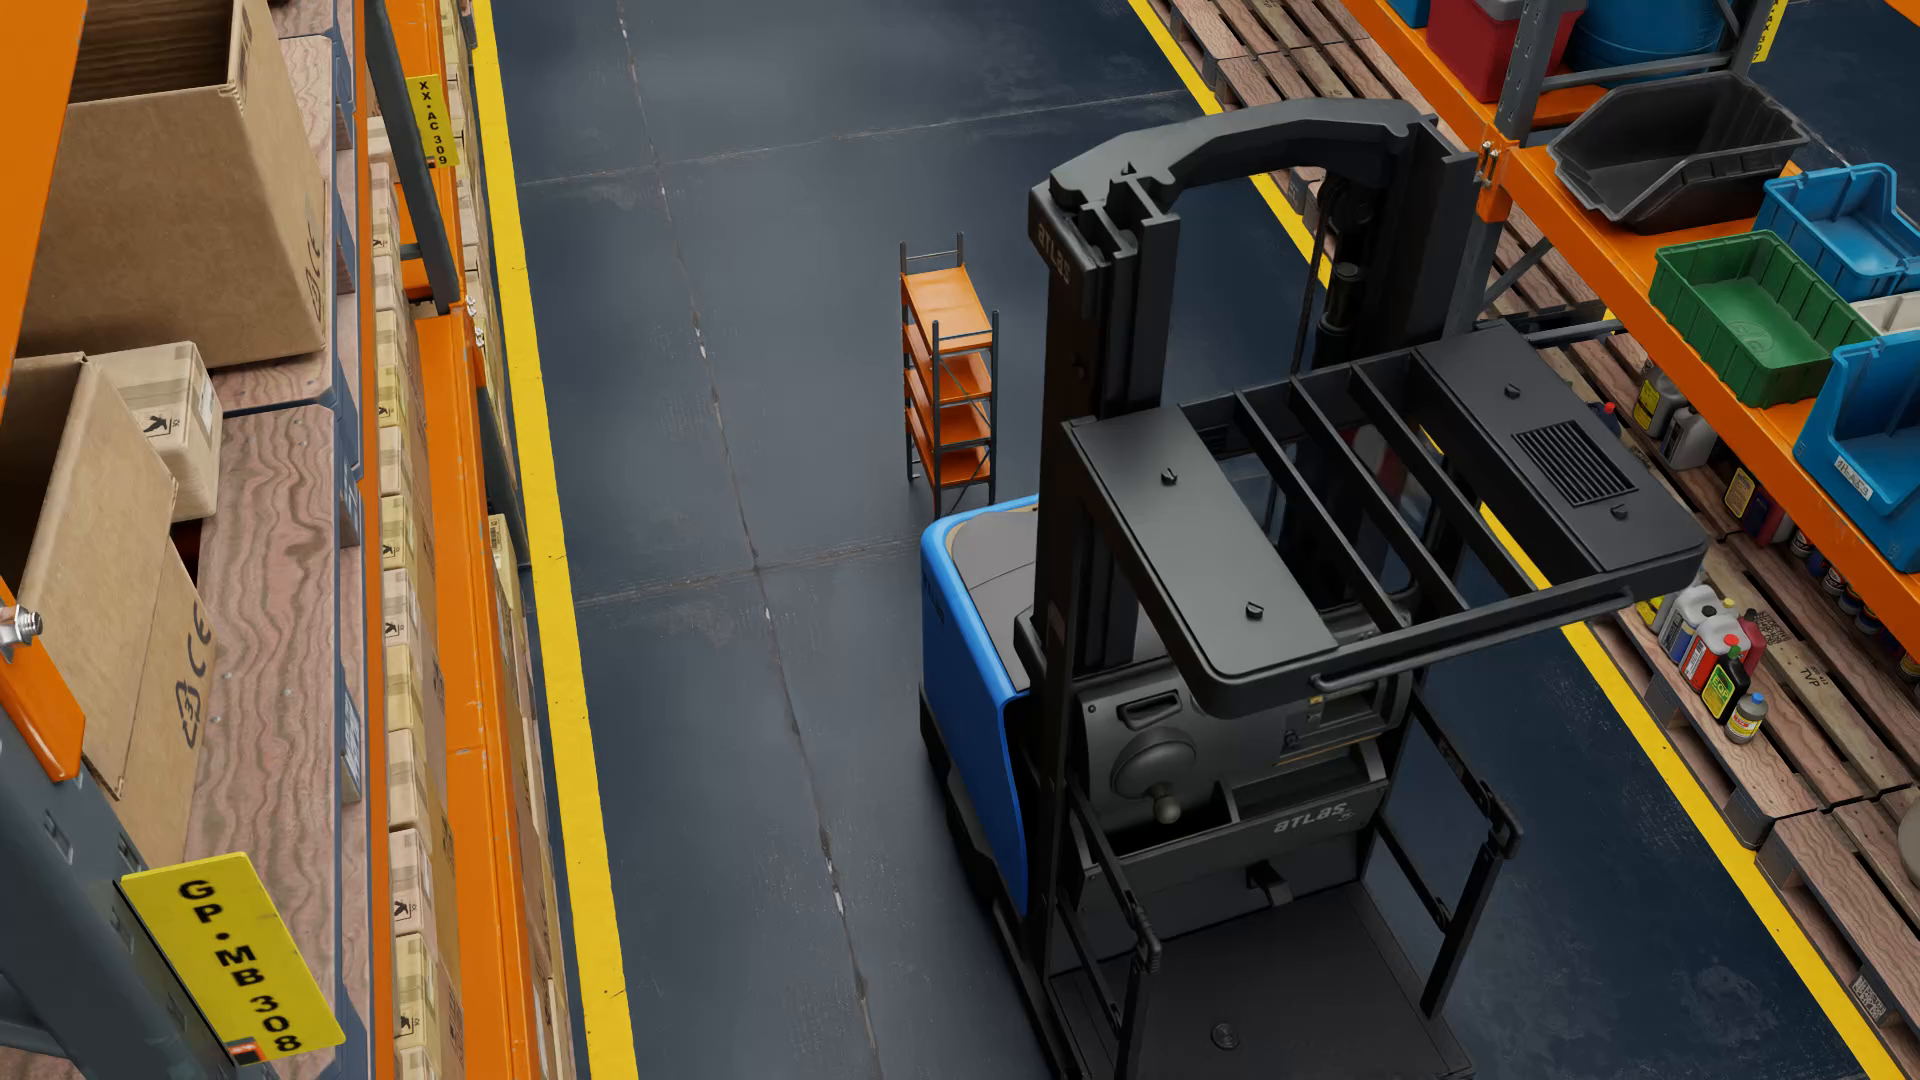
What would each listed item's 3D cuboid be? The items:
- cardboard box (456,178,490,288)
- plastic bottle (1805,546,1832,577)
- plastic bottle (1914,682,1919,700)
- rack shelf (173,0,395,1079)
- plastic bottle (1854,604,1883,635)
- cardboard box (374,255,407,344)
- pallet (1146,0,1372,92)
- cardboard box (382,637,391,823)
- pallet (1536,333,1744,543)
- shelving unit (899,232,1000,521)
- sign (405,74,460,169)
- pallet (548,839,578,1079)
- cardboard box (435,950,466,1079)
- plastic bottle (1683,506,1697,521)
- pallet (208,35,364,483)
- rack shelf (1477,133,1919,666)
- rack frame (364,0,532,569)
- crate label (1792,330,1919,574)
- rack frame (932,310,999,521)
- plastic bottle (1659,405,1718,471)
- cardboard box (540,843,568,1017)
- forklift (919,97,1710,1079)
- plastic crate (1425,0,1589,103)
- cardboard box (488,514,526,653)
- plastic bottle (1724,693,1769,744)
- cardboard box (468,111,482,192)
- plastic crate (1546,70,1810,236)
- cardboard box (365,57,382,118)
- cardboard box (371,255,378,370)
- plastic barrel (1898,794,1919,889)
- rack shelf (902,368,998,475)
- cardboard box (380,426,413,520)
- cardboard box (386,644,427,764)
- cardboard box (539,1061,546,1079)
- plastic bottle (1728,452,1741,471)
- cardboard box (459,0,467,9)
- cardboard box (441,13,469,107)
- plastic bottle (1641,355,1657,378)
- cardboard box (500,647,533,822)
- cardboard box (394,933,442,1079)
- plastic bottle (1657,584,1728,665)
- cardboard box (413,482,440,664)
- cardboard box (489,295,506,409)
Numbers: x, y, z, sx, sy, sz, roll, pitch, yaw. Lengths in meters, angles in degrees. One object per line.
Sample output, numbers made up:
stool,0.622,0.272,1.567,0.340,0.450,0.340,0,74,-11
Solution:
cardboard box,-2.333,-1.310,7.172,0.500,0.311,0.500,-12,47,-12
plastic bottle,3.274,0.010,6.242,0.097,0.271,0.097,0,46,0
plastic bottle,3.439,0.456,5.805,0.097,0.271,0.097,0,46,0
rack shelf,-1.700,-0.312,3.359,1.077,0.370,4.000,-11,47,-10
plastic bottle,3.351,0.219,6.037,0.097,0.271,0.097,0,46,0
cardboard box,-1.804,-0.657,4.769,0.380,0.149,0.250,-12,47,-11
pallet,1.714,-3.042,9.583,1.003,0.211,1.213,-11,47,-10
cardboard box,-1.578,0.306,3.371,0.700,0.500,0.500,-11,47,-10
pallet,2.709,-0.351,6.946,1.003,0.211,1.213,-11,47,-10
shelving unit,-0.042,-0.534,6.433,0.258,1.200,0.503,-11,47,-10
sign,-1.675,-1.328,5.290,0.100,0.325,0.005,-11,47,-10
pallet,-1.733,1.482,5.150,1.003,0.211,1.213,-11,47,-10
cardboard box,-1.434,1.145,3.457,0.700,0.500,0.500,-10,46,-9
plastic bottle,2.677,0.014,6.235,0.152,0.276,0.135,-11,47,-10
pallet,-1.659,-0.489,3.091,1.003,0.211,1.213,-11,47,-10
rack shelf,3.090,-0.165,5.316,1.077,0.370,4.000,-11,47,-10
rack frame,-2.212,-0.895,5.527,1.000,3.000,0.127,-11,47,-10
crate label,2.869,-0.270,4.890,0.502,0.435,0.616,-11,47,-10
rack frame,0.020,-0.366,6.268,0.240,1.200,0.015,-11,47,-10
plastic bottle,2.934,-0.430,6.670,0.152,0.276,0.135,-11,47,-10
cardboard box,-1.492,1.235,5.070,0.500,0.250,0.500,-11,47,-10
forklift,0.824,0.549,4.160,1.130,2.935,3.031,-14,47,-13
plastic crate,2.158,-2.099,6.662,0.402,0.464,0.583,-11,47,-10
cardboard box,-1.882,0.201,6.084,0.500,0.250,0.500,-11,47,-10
plastic bottle,2.708,0.601,5.712,0.097,0.201,0.097,0,46,0
cardboard box,-2.604,-1.820,8.064,0.500,0.250,0.500,-10,46,-9
plastic crate,2.589,-1.392,6.057,0.767,0.338,0.504,-11,47,-10
cardboard box,-2.527,-1.827,6.370,0.500,0.500,0.500,-8,46,-7
cardboard box,-1.961,-0.730,4.387,0.700,0.500,0.500,-11,47,-10
plastic barrel,3.231,0.901,5.215,0.421,0.512,0.421,0,46,0
rack shelf,-0.042,-0.487,6.482,0.258,0.148,0.480,-11,47,-10
cardboard box,-1.611,-0.132,4.254,0.380,0.149,0.250,-9,46,-9
cardboard box,-1.411,0.406,3.728,0.380,0.149,0.250,-11,47,-11
cardboard box,-1.240,1.664,4.125,0.500,0.500,0.500,-11,47,-10
plastic bottle,3.152,-0.372,6.608,0.061,0.283,0.133,-8,46,-8
cardboard box,-3.076,-3.302,9.328,0.500,0.500,0.500,-9,46,-9
cardboard box,-2.724,-2.363,8.204,0.500,0.311,0.500,-11,47,-11
plastic bottle,2.972,-0.779,7.065,0.097,0.201,0.097,0,46,0
cardboard box,-1.633,0.630,5.138,0.500,0.500,0.500,-11,47,-10
cardboard box,-1.213,0.940,3.204,0.380,0.149,0.250,-11,47,-10
plastic bottle,2.634,0.300,5.955,0.152,0.276,0.135,-12,47,-11
cardboard box,-1.826,0.085,4.496,0.700,0.500,0.500,-10,46,-10
cardboard box,-2.205,-0.756,7.022,0.500,0.250,0.500,-10,46,-9
